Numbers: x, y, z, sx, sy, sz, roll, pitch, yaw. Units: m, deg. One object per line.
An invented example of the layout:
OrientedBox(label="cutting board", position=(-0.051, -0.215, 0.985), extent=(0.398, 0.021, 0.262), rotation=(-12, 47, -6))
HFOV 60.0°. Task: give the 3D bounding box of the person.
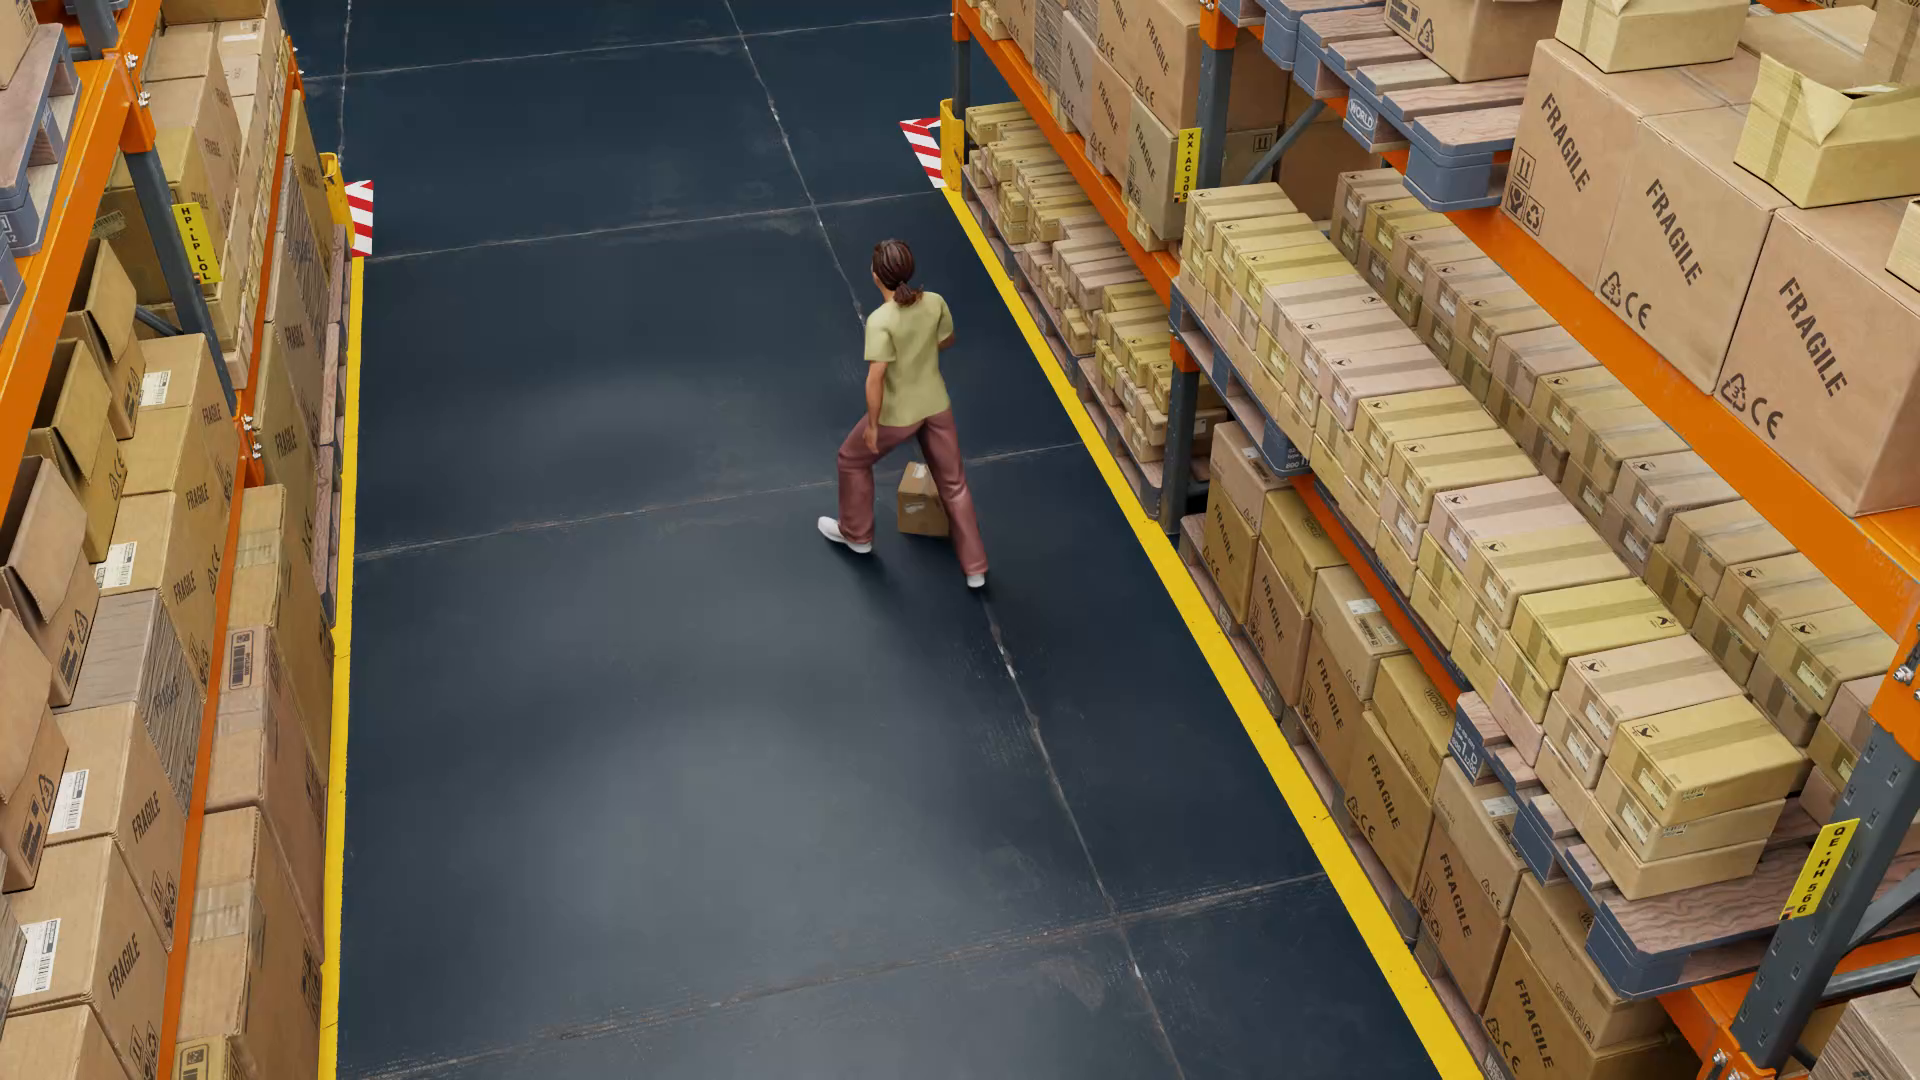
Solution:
OrientedBox(label="person", position=(-0.229, -0.555, 7.446), extent=(0.612, 1.599, 0.814), rotation=(-21, 43, -25))
